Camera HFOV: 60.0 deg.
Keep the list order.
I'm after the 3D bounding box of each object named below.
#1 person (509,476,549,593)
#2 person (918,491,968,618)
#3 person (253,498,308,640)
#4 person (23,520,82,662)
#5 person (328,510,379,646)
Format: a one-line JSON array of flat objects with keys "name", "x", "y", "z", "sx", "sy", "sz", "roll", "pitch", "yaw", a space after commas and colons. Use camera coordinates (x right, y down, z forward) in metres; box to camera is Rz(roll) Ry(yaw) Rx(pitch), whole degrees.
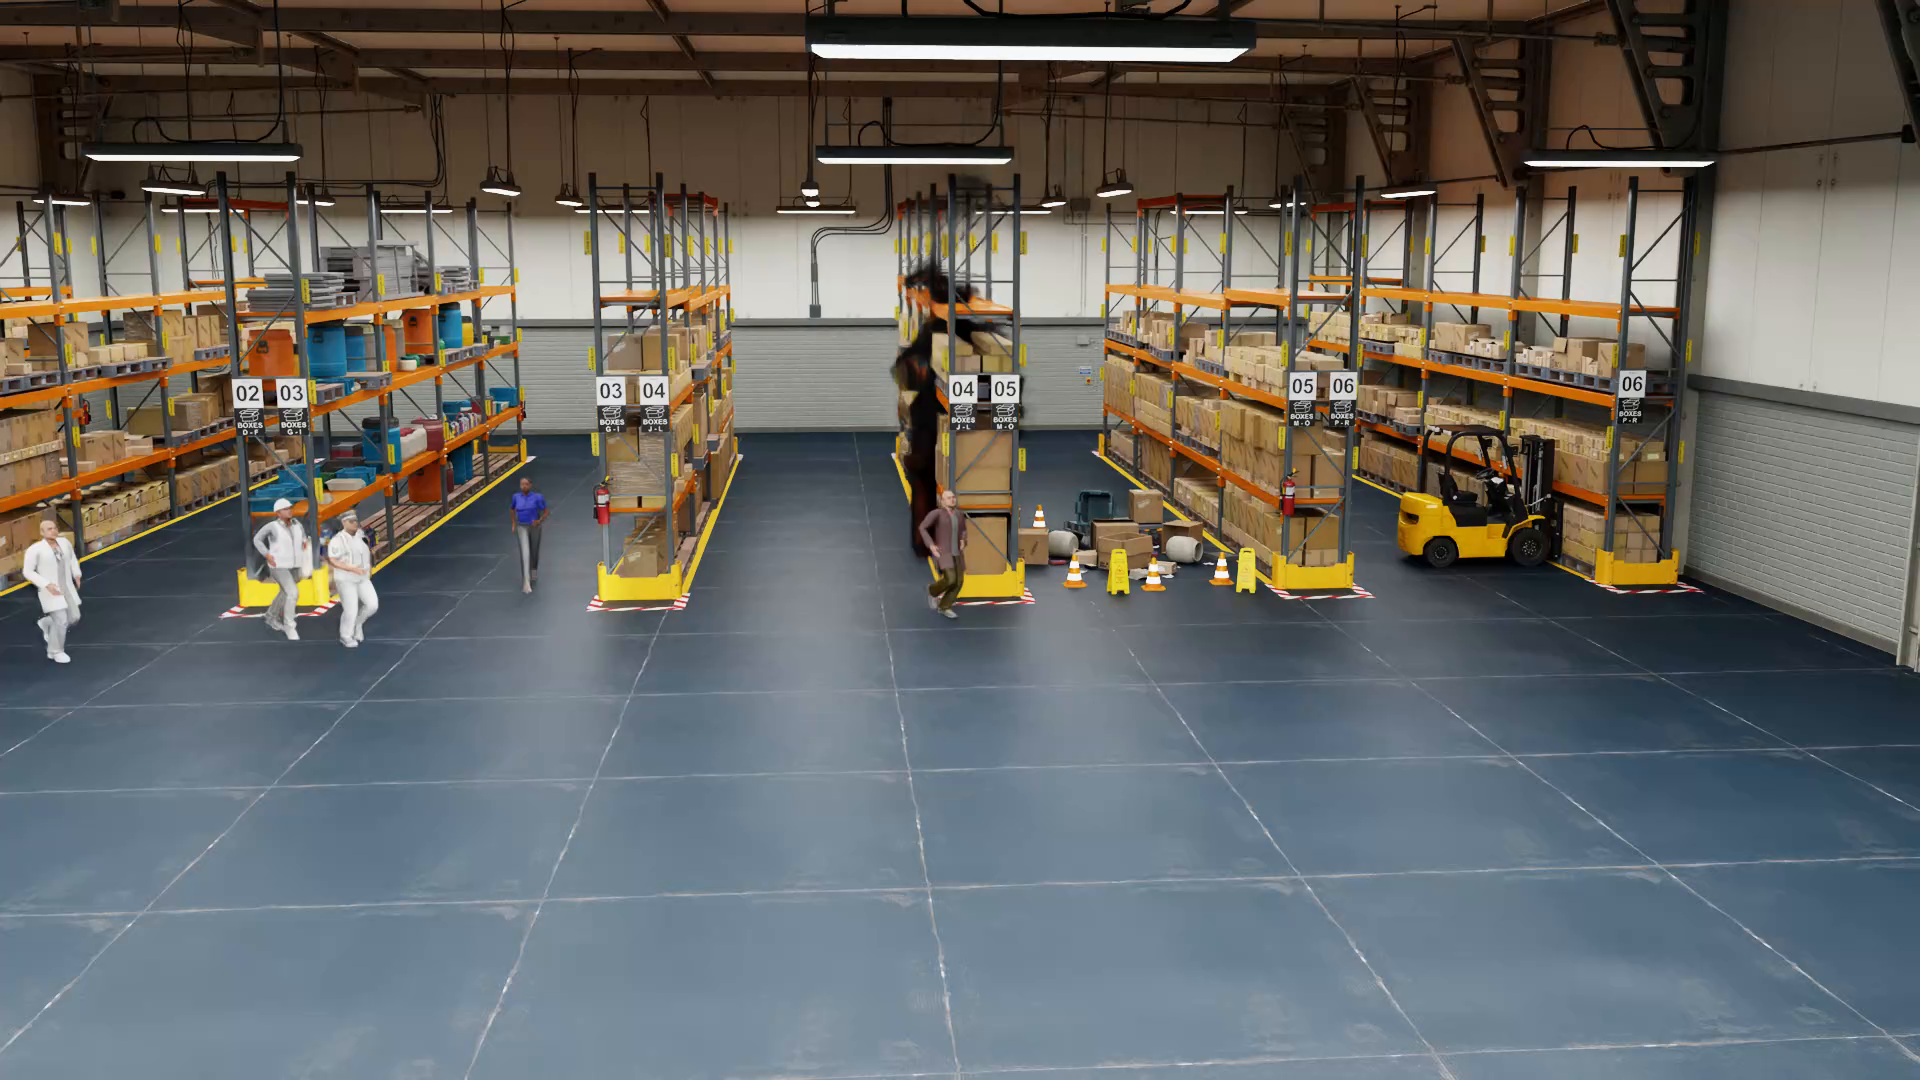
[{"name": "person", "x": -6.357, "y": -0.112, "z": 24.586, "sx": 0.571, "sy": 1.673, "sz": 0.821, "roll": -2, "pitch": 10, "yaw": -12}, {"name": "person", "x": -0.166, "y": 0.191, "z": 22.693, "sx": 0.724, "sy": 1.730, "sz": 0.588, "roll": -8, "pitch": 13, "yaw": -39}, {"name": "person", "x": -8.771, "y": 0.366, "z": 21.600, "sx": 0.731, "sy": 1.841, "sz": 0.668, "roll": 5, "pitch": 11, "yaw": 26}, {"name": "person", "x": -11.032, "y": 0.618, "z": 20.275, "sx": 0.639, "sy": 1.751, "sz": 0.732, "roll": 5, "pitch": 11, "yaw": 26}, {"name": "person", "x": -7.612, "y": 0.474, "z": 20.994, "sx": 0.615, "sy": 1.741, "sz": 0.692, "roll": 6, "pitch": 12, "yaw": 30}]
